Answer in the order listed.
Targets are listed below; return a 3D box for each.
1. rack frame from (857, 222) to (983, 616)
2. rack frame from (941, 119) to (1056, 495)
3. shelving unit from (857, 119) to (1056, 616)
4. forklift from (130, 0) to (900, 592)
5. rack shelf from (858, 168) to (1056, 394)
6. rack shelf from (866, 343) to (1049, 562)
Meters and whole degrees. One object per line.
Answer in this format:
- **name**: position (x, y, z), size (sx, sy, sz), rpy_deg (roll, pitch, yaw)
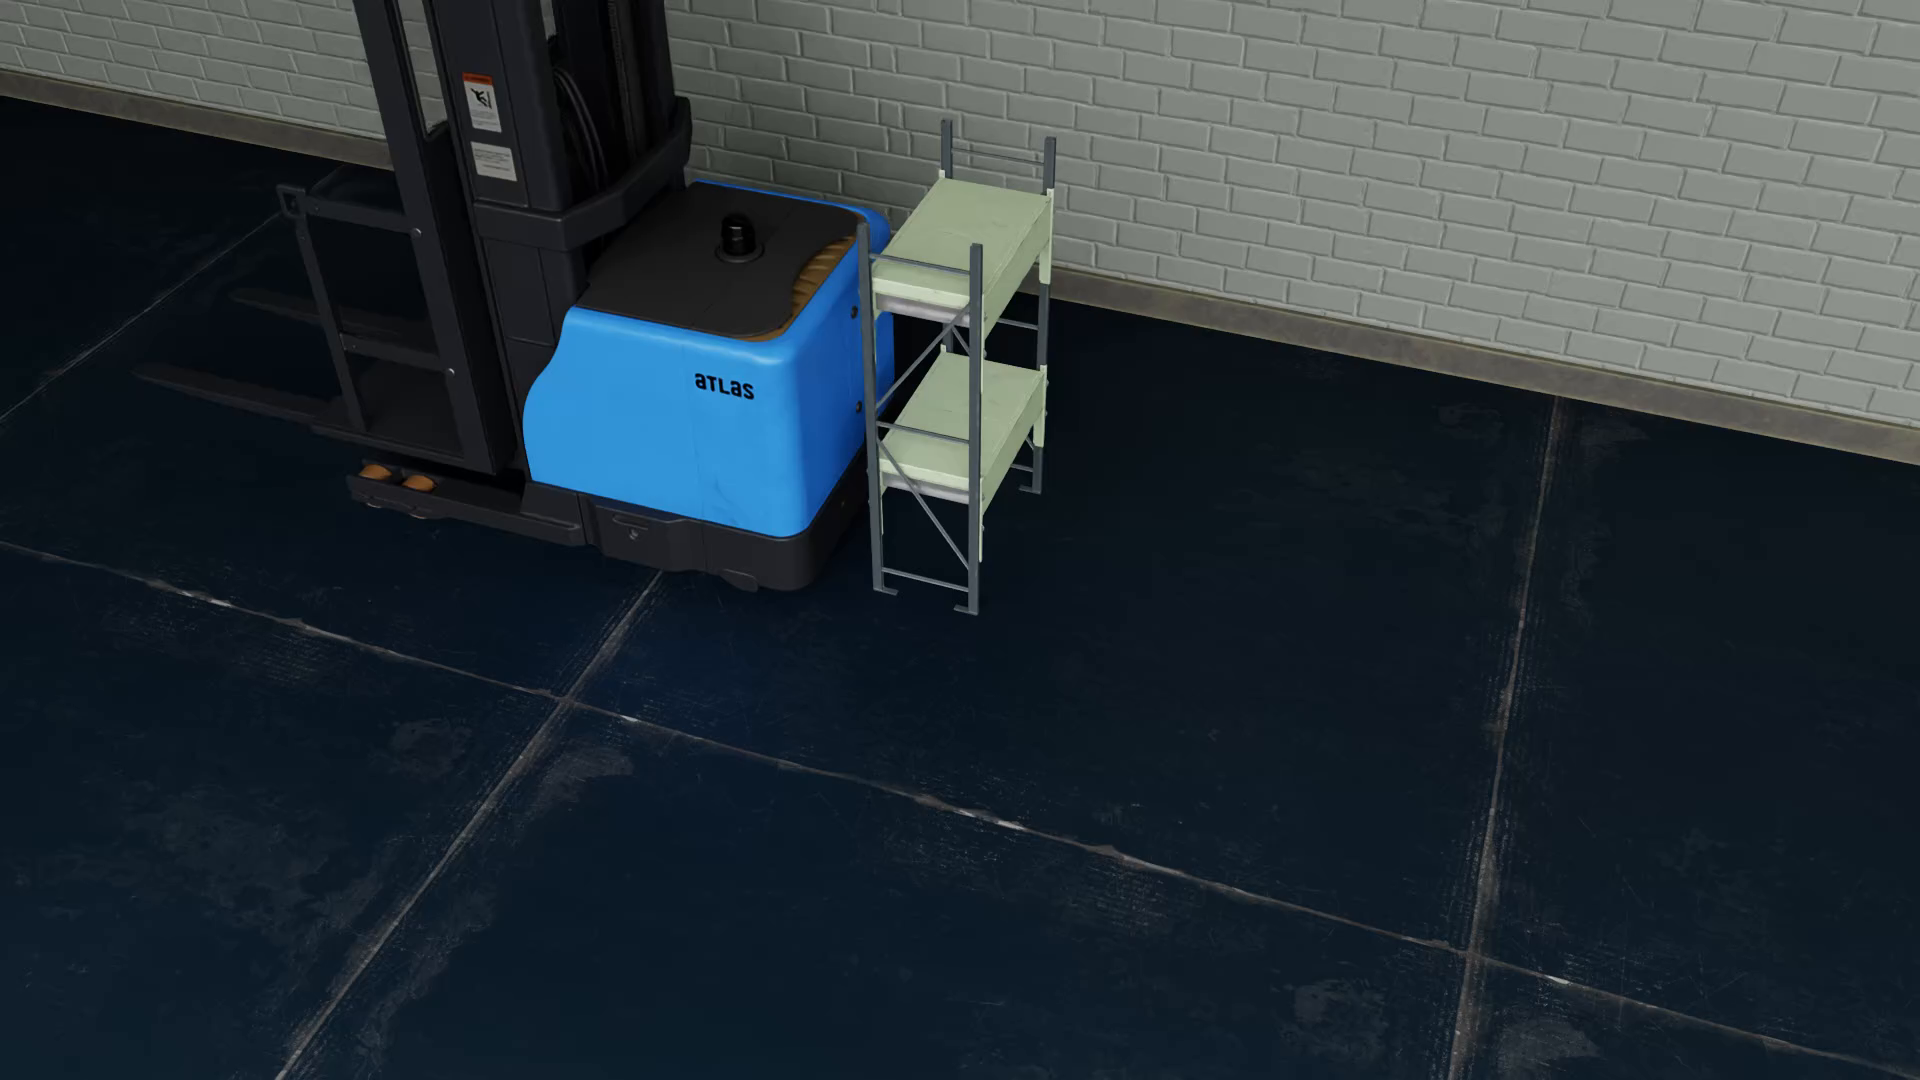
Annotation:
- **rack frame**: position (-0.123, -0.351, 5.506), size (0.400, 1.500, 0.023), rpy_deg (13, 42, 15)
- **rack frame**: position (0.127, -0.798, 6.030), size (0.400, 1.500, 0.023), rpy_deg (13, 42, 15)
- **shelving unit**: position (0.002, -0.575, 5.768), size (0.431, 1.500, 0.755), rpy_deg (13, 42, 15)
- **forklift**: position (-1.810, -1.505, 5.756), size (3.031, 2.935, 1.130), rpy_deg (13, 42, 15)
- **rack shelf**: position (0.002, -0.872, 5.515), size (0.431, 0.370, 0.720), rpy_deg (13, 42, 15)
- **rack shelf**: position (0.002, -0.327, 5.980), size (0.431, 0.370, 0.720), rpy_deg (13, 42, 15)
